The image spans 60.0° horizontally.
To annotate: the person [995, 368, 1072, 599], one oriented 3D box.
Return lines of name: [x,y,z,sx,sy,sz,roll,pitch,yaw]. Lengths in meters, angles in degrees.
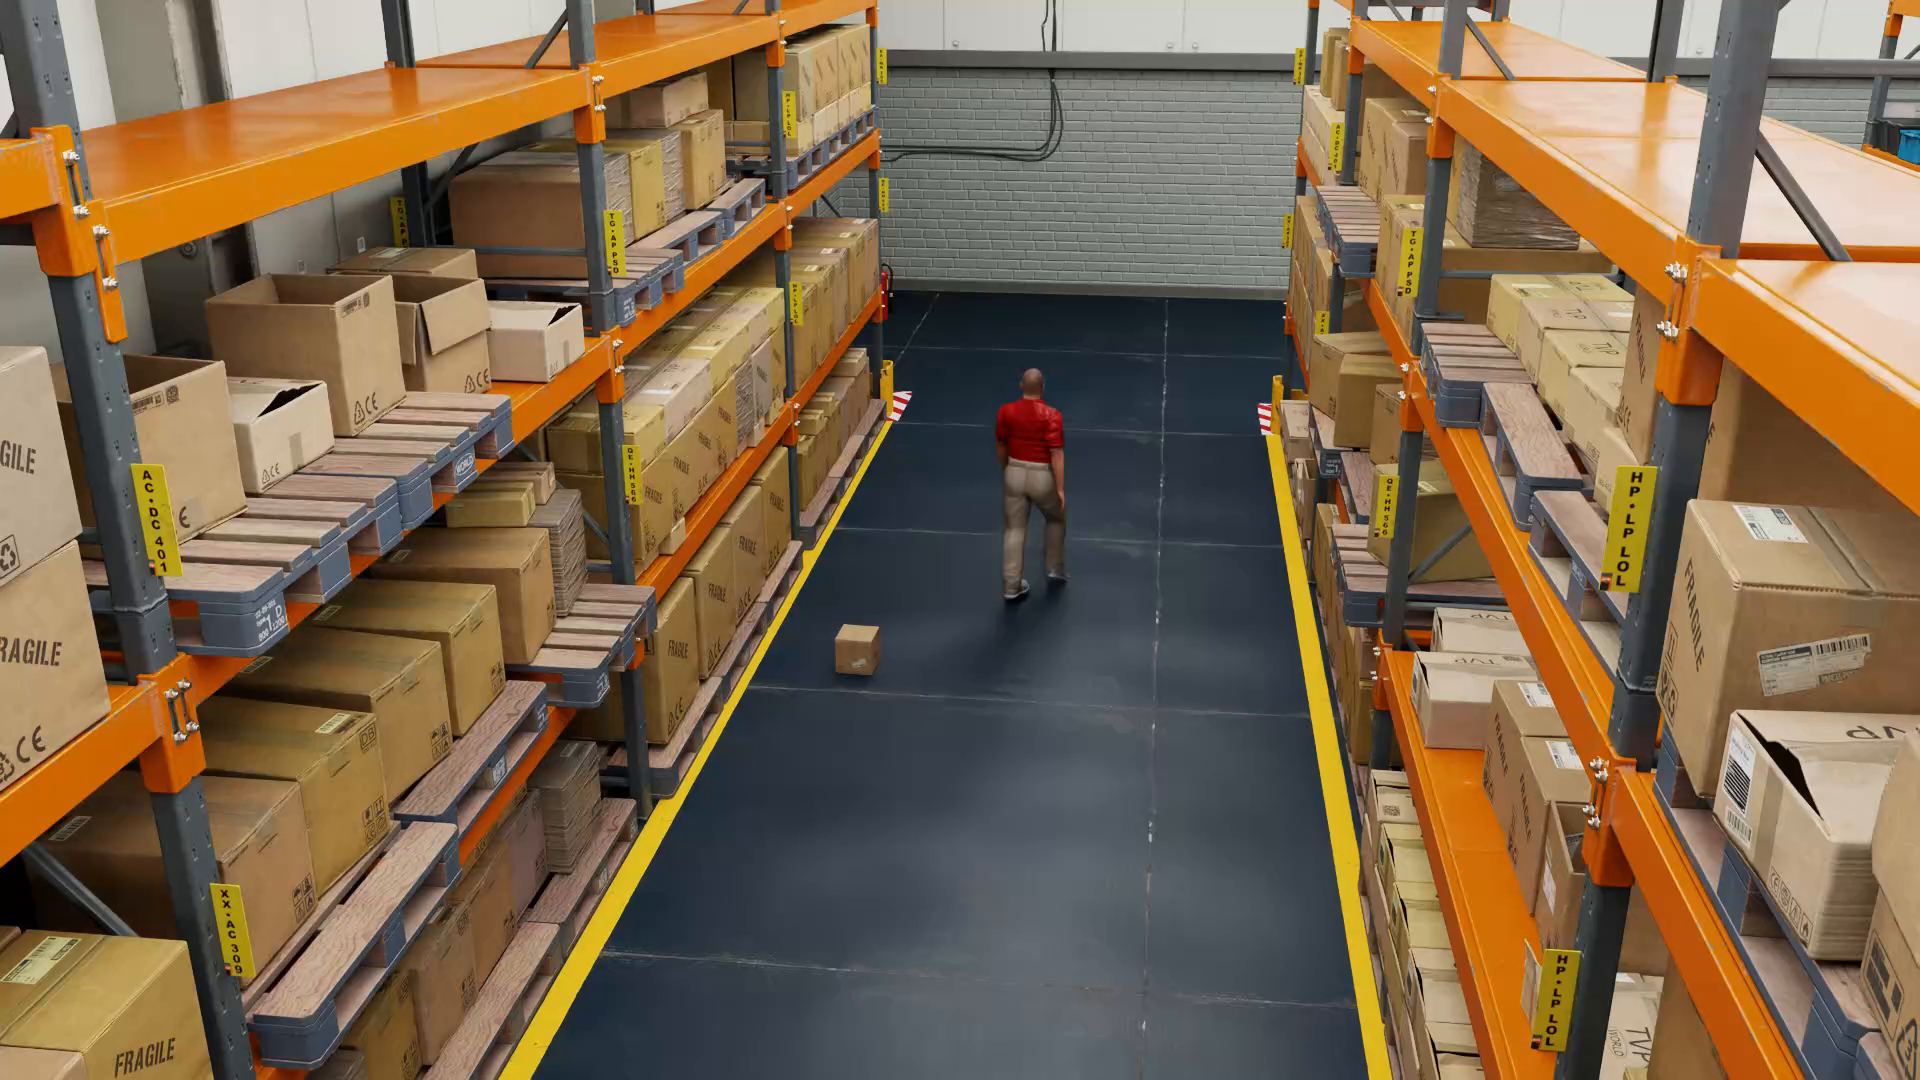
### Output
person: [0.548,-0.415,12.239,0.586,1.781,0.733,7,22,17]
